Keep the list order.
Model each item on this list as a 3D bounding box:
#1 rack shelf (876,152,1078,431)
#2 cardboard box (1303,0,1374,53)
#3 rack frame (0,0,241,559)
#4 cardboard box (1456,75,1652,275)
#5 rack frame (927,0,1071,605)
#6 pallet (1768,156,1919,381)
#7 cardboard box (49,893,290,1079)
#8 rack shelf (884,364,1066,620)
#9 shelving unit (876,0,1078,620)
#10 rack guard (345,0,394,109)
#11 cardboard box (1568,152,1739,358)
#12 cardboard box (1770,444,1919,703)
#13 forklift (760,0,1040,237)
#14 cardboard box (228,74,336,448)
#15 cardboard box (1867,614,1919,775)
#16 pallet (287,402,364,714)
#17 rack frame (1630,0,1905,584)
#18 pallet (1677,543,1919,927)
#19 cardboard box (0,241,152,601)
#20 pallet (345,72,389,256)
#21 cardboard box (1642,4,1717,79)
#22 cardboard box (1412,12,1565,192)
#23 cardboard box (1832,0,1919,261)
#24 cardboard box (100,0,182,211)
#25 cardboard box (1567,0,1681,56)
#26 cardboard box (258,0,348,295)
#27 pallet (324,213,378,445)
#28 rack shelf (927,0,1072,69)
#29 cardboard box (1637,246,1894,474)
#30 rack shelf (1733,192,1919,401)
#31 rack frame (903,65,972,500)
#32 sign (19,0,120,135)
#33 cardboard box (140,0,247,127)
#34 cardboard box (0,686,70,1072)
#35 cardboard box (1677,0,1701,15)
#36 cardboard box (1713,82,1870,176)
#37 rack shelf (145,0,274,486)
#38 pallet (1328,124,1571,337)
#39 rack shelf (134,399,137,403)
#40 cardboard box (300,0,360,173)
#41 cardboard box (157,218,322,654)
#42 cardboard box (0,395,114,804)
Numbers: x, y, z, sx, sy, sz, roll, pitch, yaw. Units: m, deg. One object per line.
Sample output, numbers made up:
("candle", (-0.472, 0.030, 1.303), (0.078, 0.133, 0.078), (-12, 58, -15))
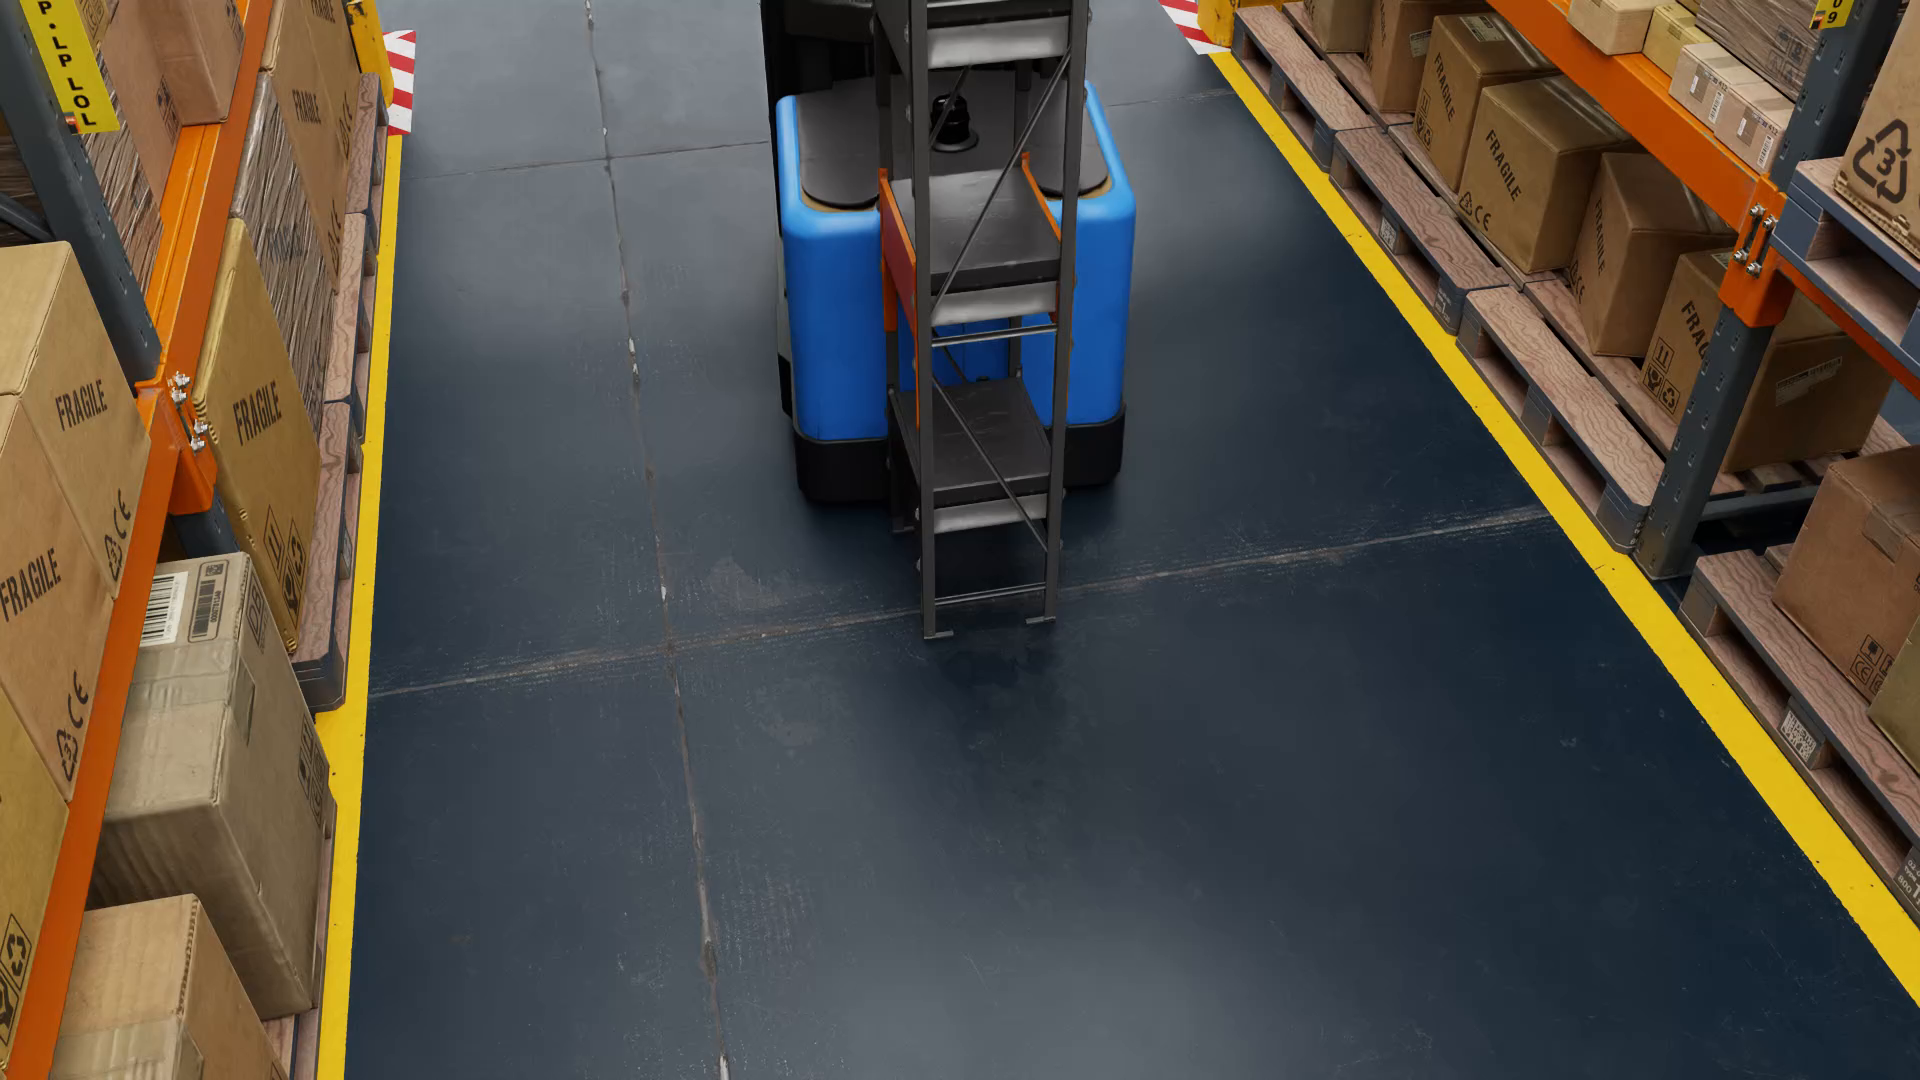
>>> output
("rack shelf", (0.036, -0.668, 4.441), (0.431, 0.518, 0.480), (-8, 42, -9))
("cardboard box", (1.849, -2.509, 7.383), (0.500, 0.500, 0.500), (-1, 42, -1))
("rack frame", (-2.271, -0.456, 3.504), (1.000, 3.000, 0.127), (-8, 42, -9))
("cardboard box", (2.205, -1.349, 6.077), (0.500, 0.500, 0.500), (-12, 43, -13))
("rack frame", (0.087, -0.520, 4.254), (0.380, 1.831, 0.006), (-8, 42, -9))
("pallet", (2.617, -0.513, 3.713), (1.003, 0.211, 1.213), (-8, 42, -9))
("cardboard box", (-1.844, 1.244, 2.967), (1.050, 0.750, 0.750), (-8, 42, -9))
("rack shelf", (0.036, -0.144, 4.906), (0.431, 0.518, 0.480), (-8, 42, -9))
("shelving unit", (-5.628, -0.965, 2.385), (12.070, 5.092, 0.667), (-8, 42, -9))
("rack guard", (-3.139, -2.129, 7.272), (1.175, 0.500, 0.348), (-8, 42, -9))
("cardboard box", (2.224, -2.451, 6.008), (1.144, 2.239, 2.984), (4, 42, 4))
("cardboard box", (2.706, 0.071, 4.462), (0.700, 0.500, 0.500), (-11, 43, -13))
("forklift", (-0.143, -2.191, 5.511), (1.121, 2.935, 3.031), (-4, 42, -5))
("cardboard box", (-2.536, -0.820, 5.198), (0.875, 0.875, 0.875), (-8, 42, -9))
("cardboard box", (2.790, 0.382, 4.111), (0.700, 0.500, 0.500), (-9, 42, -10))
("pallet", (-2.358, 0.083, 4.997), (1.003, 0.211, 1.213), (-8, 42, -9))
("rack frame", (2.594, -1.101, 4.231), (1.000, 3.000, 0.127), (-8, 42, -9))
("pallet", (2.764, 0.447, 4.588), (1.003, 0.211, 1.213), (-8, 42, -9))
("cardboard box", (-1.897, -0.193, 3.133), (0.500, 0.500, 0.500), (-9, 42, -10))
("pallet", (-2.885, -1.498, 6.779), (1.003, 0.211, 1.213), (-8, 42, -9))
("cardboard box", (2.221, -1.438, 4.800), (0.380, 0.149, 0.250), (-8, 42, -9))
("cardboard box", (2.128, -1.718, 6.492), (0.500, 0.500, 0.500), (-5, 42, -5))
("cardboard box", (2.629, -0.947, 3.289), (1.000, 1.000, 1.000), (-8, 42, -9))
("cardboard box", (-2.503, -1.102, 4.119), (0.875, 0.550, 0.550), (-8, 42, -9))
("cardboard box", (2.058, -1.584, 4.964), (0.380, 0.149, 0.250), (-8, 42, -9))
("cardboard box", (-2.731, -1.411, 5.864), (0.875, 0.875, 0.875), (-9, 42, -10))
("pallet", (-2.625, -0.709, 5.890), (1.003, 0.211, 1.213), (-8, 42, -9))
("rack shelf", (0.036, -1.294, 3.886), (0.368, 0.174, 0.457), (-8, 42, -9))
("cardboard box", (2.547, -0.588, 5.220), (0.500, 0.500, 0.500), (-10, 42, -11))
("rack shelf", (3.026, 0.465, 3.009), (1.077, 0.370, 4.000), (-8, 42, -9))
("rack frame", (-0.018, -0.836, 4.610), (0.380, 1.831, 0.006), (-8, 42, -9))
("sign", (-1.743, -0.943, 3.240), (0.100, 0.325, 0.005), (-8, 42, -9))
("cardboard box", (-2.504, -1.469, 4.533), (0.875, 0.550, 0.550), (-8, 42, -9))
("cardboard box", (-1.679, 0.462, 2.395), (0.500, 0.500, 0.500), (-8, 42, -9))
("cardboard box", (2.484, -1.879, 4.808), (0.875, 0.500, 0.500), (-8, 42, -9))
("cardboard box", (2.261, -1.104, 4.424), (0.380, 0.149, 0.250), (-8, 42, -9))
("rack shelf", (-2.702, -1.483, 5.203), (1.077, 0.370, 4.000), (-8, 42, -9))
("pallet", (2.148, -1.281, 6.534), (1.003, 0.211, 1.213), (-8, 42, -9))
("rack shelf", (-1.839, 1.037, 2.217), (0.919, 0.124, 3.809), (-8, 42, -9))
("cardboard box", (-2.923, -1.981, 6.506), (0.875, 0.875, 0.875), (-8, 42, -9))
("cardboard box", (-2.338, -0.236, 4.540), (0.875, 0.875, 0.875), (-8, 42, -9))
("cardboard box", (-1.788, 0.134, 2.764), (0.500, 0.500, 0.500), (-9, 42, -10))
